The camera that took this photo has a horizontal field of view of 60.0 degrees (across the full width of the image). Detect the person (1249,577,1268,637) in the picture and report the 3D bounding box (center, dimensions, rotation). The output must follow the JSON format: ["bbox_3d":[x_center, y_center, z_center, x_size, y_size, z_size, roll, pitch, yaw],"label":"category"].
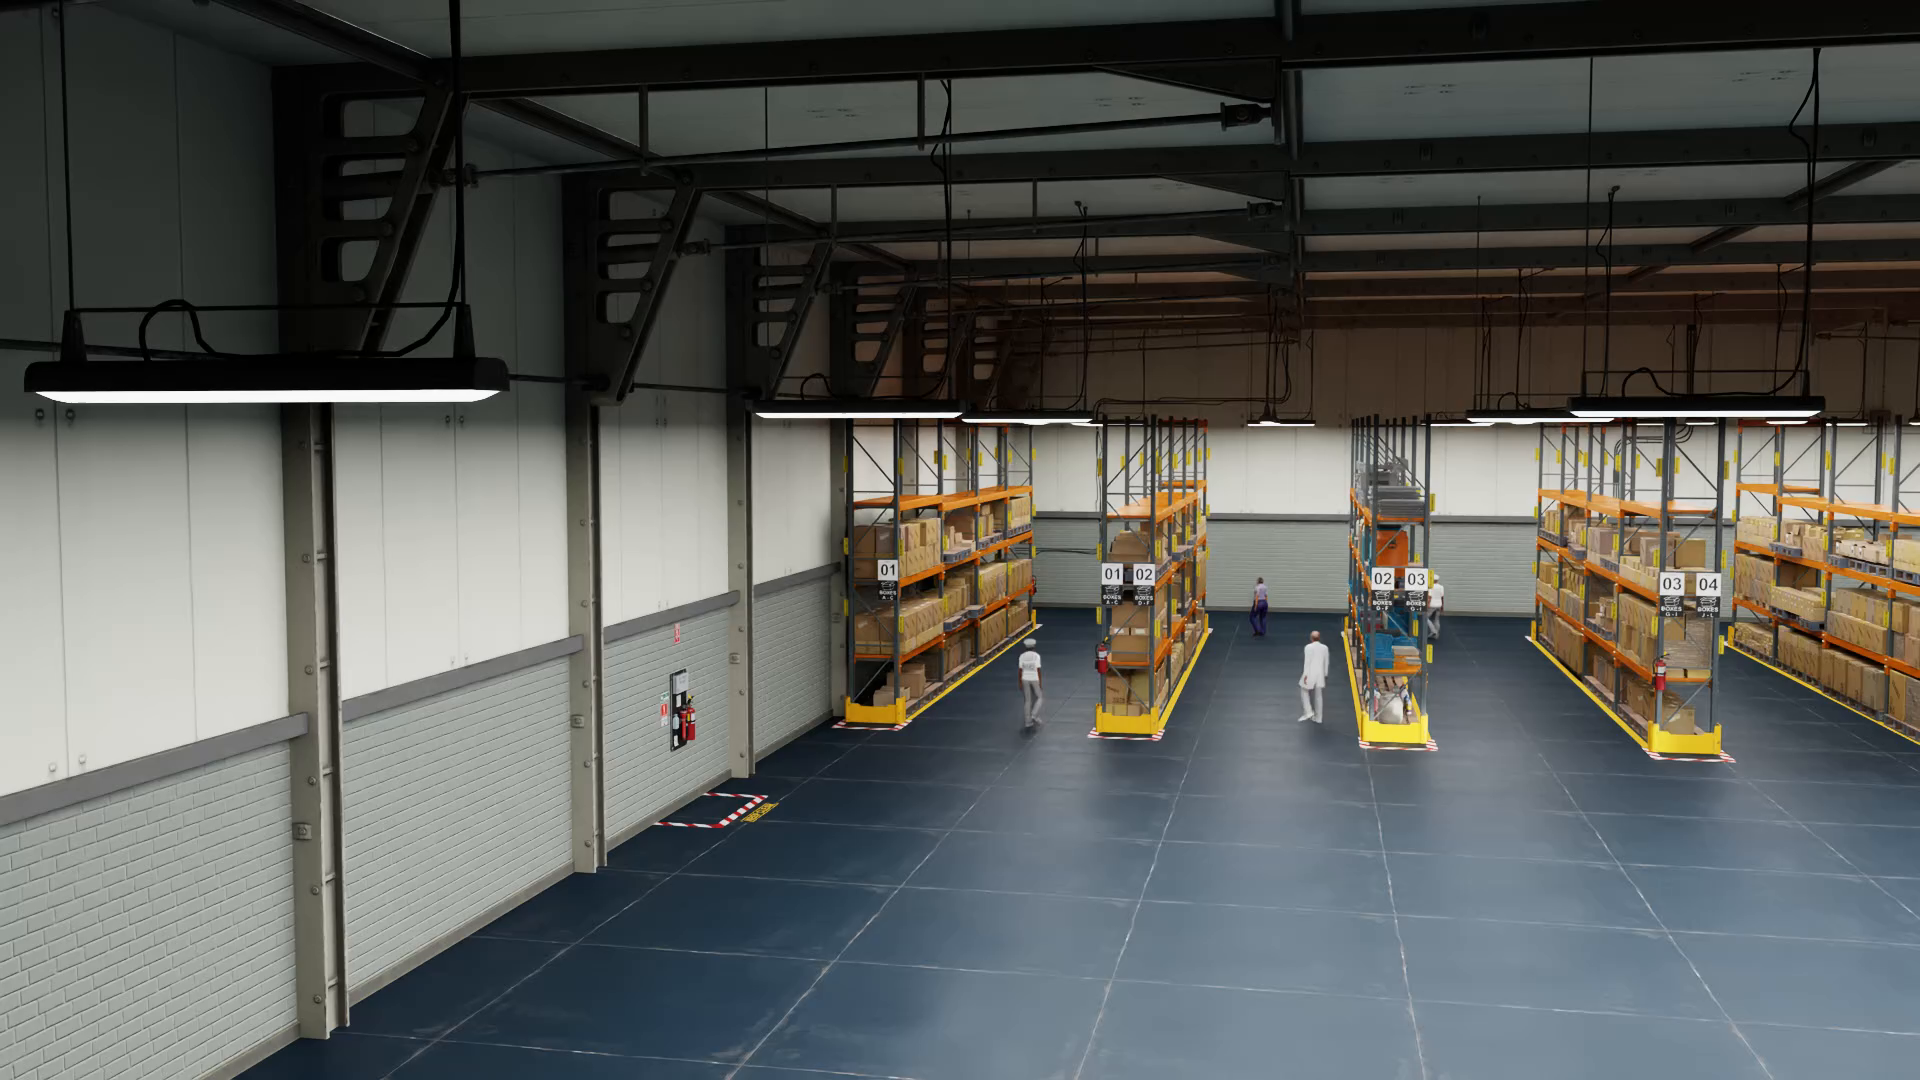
[{"bbox_3d":[8.296,1.848,46.058,0.537,1.671,0.386,-3,5,-37],"label":"person"}]

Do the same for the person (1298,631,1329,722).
[{"bbox_3d":[6.950,2.685,32.480,0.589,1.811,0.575,-1,4,-9],"label":"person"}]

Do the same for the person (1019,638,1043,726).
[{"bbox_3d":[1.364,2.746,32.046,0.505,1.672,0.457,1,4,20],"label":"person"}]

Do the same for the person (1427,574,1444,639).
[{"bbox_3d":[12.951,1.822,45.358,0.616,1.766,0.467,-2,4,-29],"label":"person"}]
